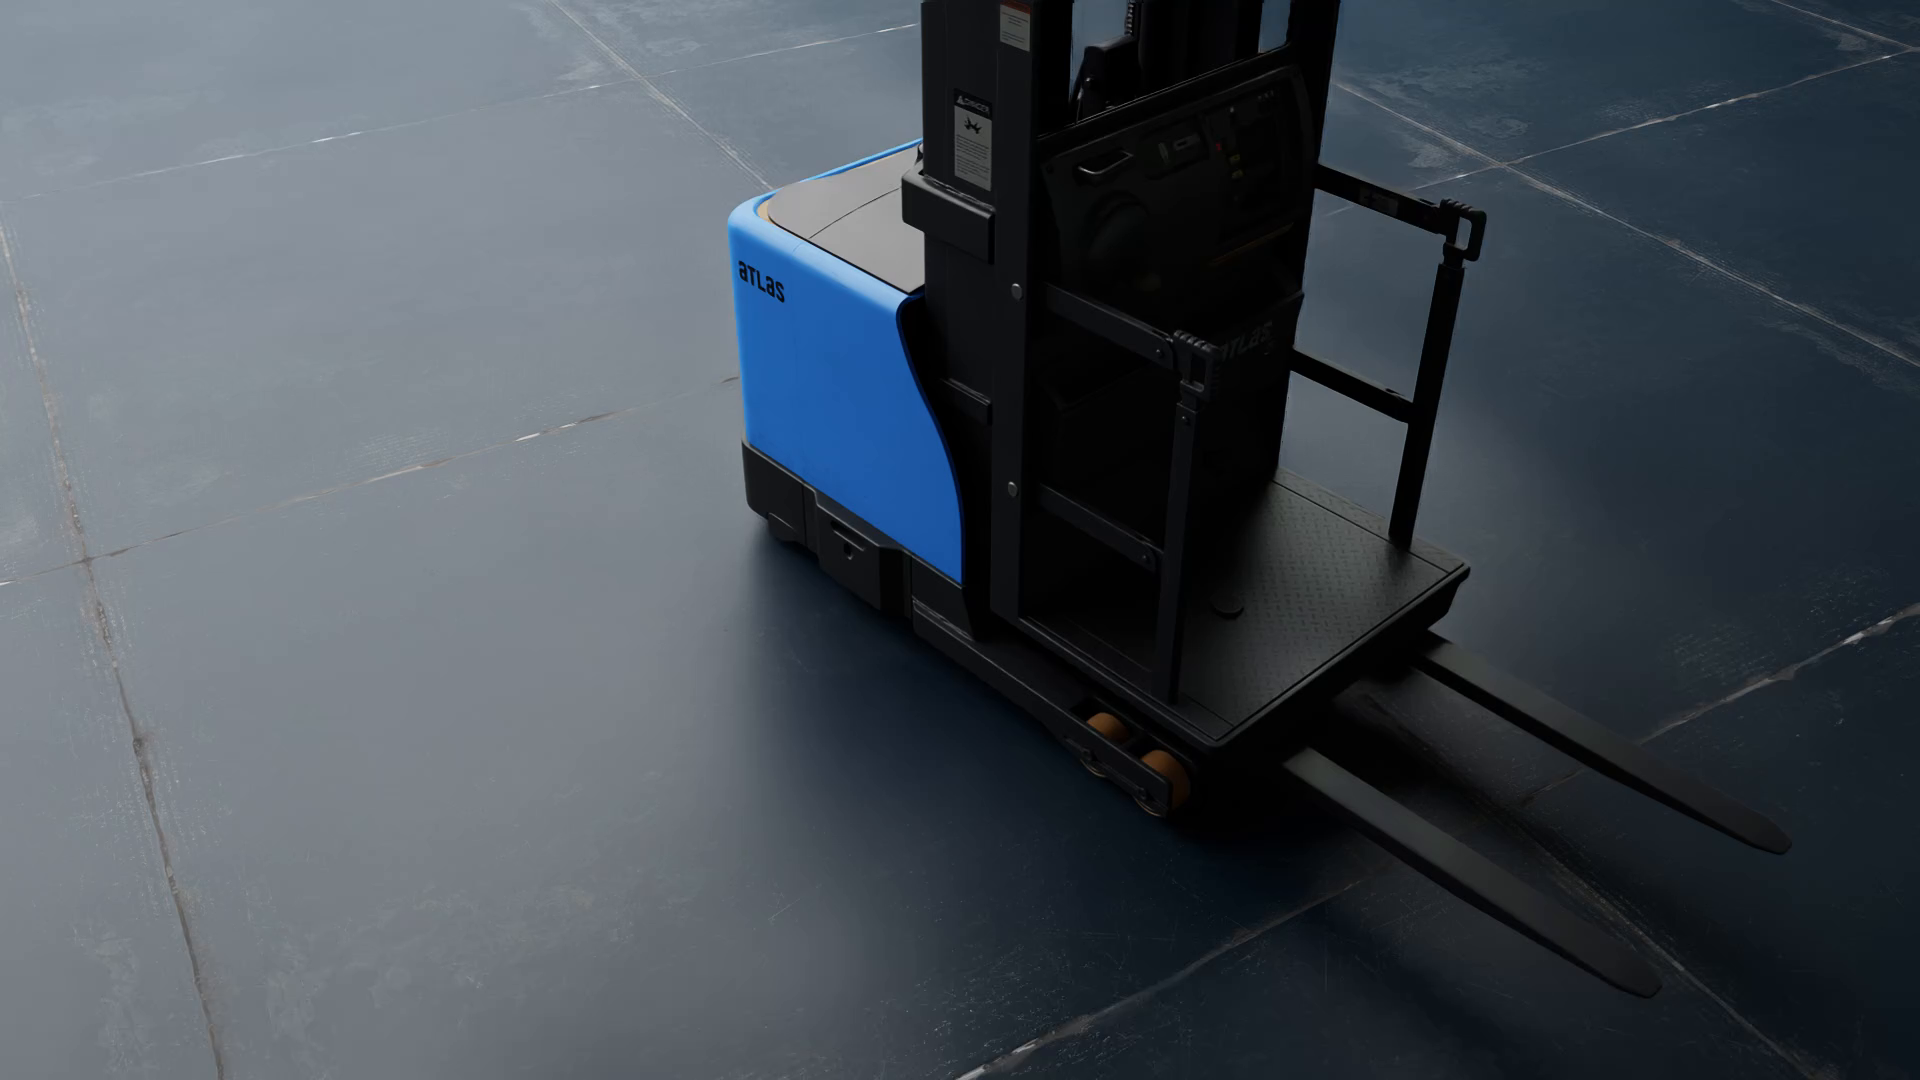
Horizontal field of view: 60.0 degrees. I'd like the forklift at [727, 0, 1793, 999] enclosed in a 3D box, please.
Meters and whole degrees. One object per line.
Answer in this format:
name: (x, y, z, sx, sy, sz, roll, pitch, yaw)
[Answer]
forklift: (0.687, -0.818, 3.885, 1.130, 2.935, 3.031, -29, 45, -33)
